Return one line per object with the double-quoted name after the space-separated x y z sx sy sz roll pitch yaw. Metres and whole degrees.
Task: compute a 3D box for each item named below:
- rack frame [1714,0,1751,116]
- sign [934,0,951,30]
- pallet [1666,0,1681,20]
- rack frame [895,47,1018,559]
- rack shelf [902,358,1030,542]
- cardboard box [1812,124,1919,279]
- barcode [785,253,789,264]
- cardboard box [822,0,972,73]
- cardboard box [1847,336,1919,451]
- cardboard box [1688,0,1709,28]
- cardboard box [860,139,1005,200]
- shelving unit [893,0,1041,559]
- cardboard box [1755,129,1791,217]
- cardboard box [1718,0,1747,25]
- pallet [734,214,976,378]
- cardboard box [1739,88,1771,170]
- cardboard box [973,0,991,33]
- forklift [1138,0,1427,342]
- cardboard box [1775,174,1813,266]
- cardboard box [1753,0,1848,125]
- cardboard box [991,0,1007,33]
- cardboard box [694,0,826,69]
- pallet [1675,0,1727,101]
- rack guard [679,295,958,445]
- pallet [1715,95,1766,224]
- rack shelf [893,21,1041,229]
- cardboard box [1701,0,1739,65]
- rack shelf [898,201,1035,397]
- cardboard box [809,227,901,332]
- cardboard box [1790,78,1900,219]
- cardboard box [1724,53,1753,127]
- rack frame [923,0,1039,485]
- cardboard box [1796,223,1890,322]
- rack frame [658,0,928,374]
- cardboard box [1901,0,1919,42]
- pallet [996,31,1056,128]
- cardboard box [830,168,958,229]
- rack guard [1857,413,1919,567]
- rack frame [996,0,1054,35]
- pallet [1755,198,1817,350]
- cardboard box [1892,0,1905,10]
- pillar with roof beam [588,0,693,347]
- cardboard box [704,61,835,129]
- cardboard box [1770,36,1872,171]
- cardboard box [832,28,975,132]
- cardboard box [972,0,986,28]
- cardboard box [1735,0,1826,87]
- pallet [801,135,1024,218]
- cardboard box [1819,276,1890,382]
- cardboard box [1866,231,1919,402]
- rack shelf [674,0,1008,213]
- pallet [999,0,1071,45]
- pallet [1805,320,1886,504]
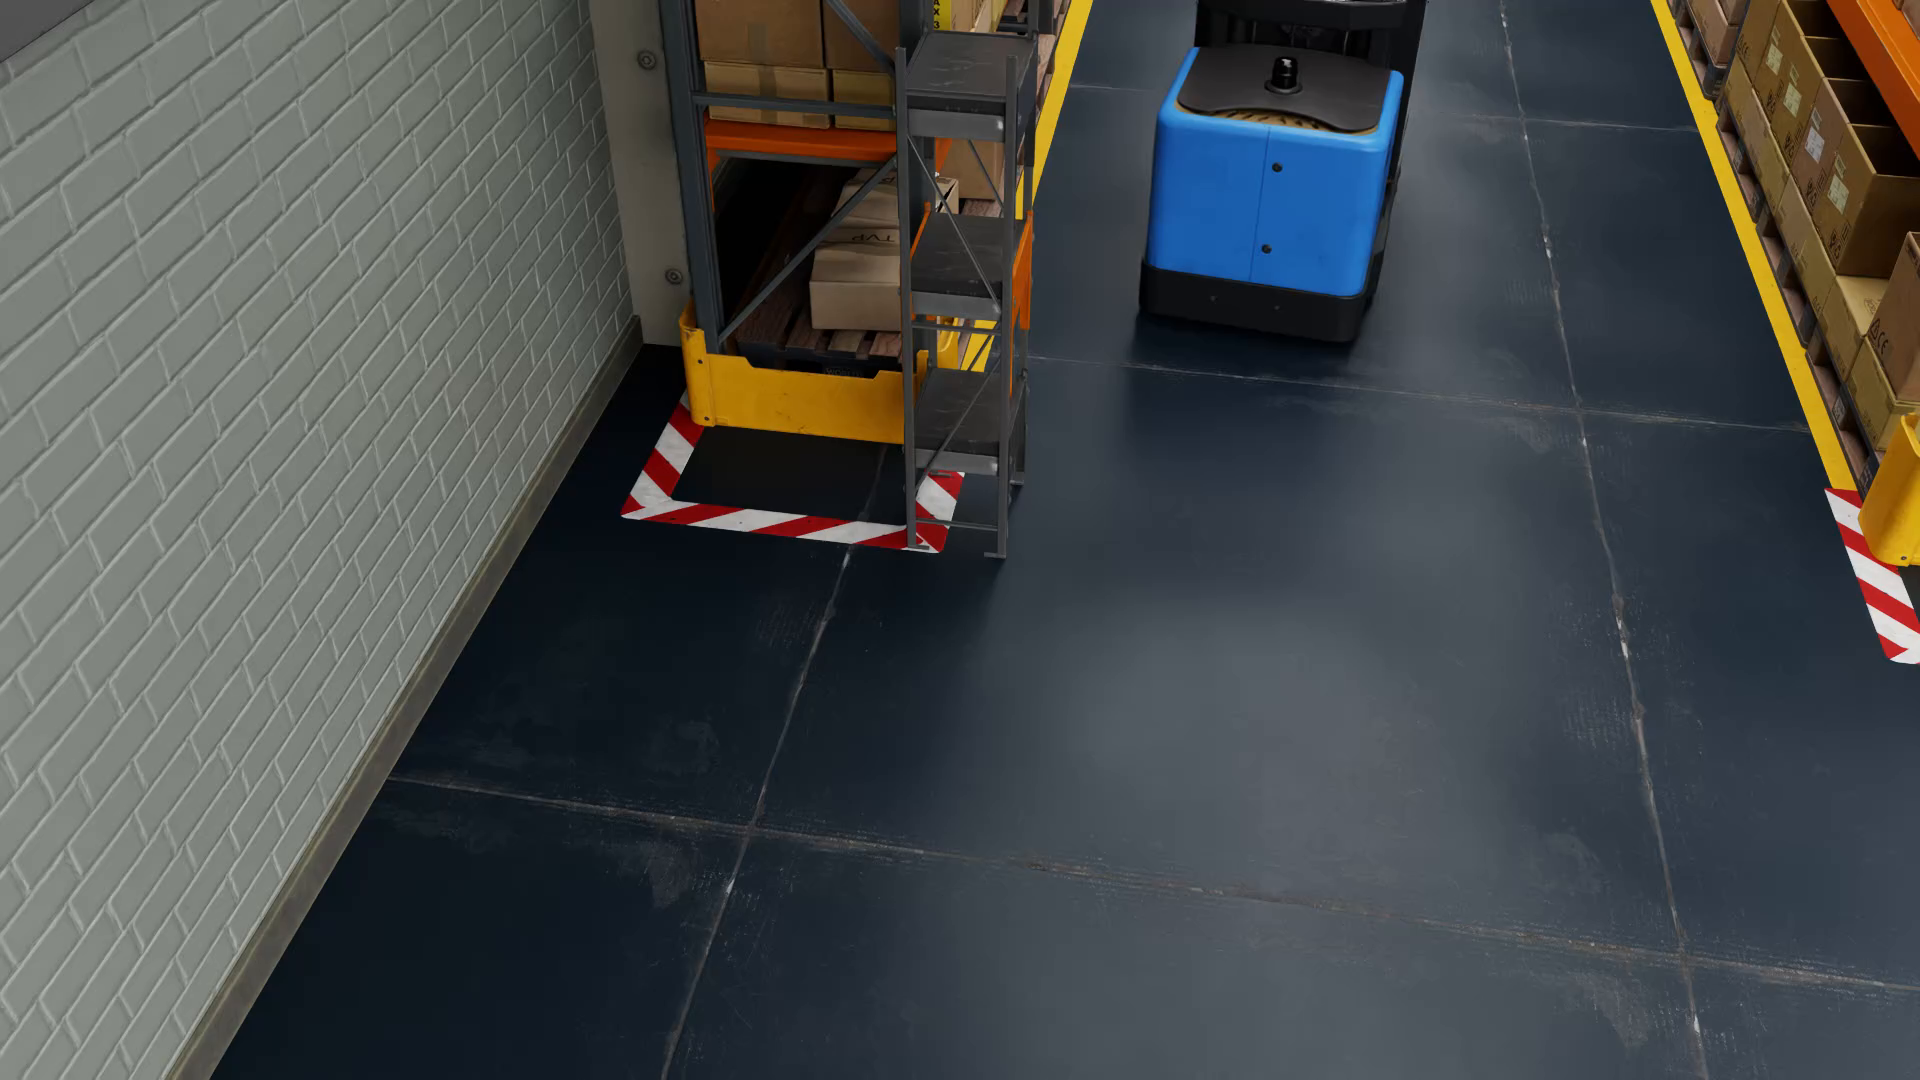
4.954 -3.634 8.791 1.000 3.000 0.127 6 40 8 "rack frame"
-0.084 -1.942 6.065 0.100 0.325 0.005 6 40 8 "sign"
5.251 -3.794 11.173 1.003 0.211 1.213 6 40 8 "pallet"
-0.013 -0.760 6.021 0.400 2.100 0.015 6 40 8 "rack frame"
0.029 -0.363 6.661 0.431 0.518 0.480 6 40 8 "rack shelf"
4.220 -1.513 7.466 0.500 0.500 0.500 6 40 8 "cardboard box"
-0.801 -1.284 7.707 0.001 0.075 0.075 6 40 8 "barcode"
-0.240 -2.173 6.538 0.500 0.500 0.500 6 40 8 "cardboard box"
4.063 -0.595 6.944 0.500 0.250 0.500 6 40 8 "cardboard box"
4.829 -3.346 10.271 0.500 0.250 0.500 6 40 7 "cardboard box"
-0.135 -2.111 8.565 0.700 0.500 0.500 4 40 5 "cardboard box"
0.029 -0.913 6.206 0.431 2.100 0.503 6 40 8 "shelving unit"
4.392 -1.852 8.464 0.500 0.250 0.500 6 40 8 "cardboard box"
4.741 -3.238 9.701 0.500 0.311 0.500 6 40 8 "cardboard box"
-0.430 -1.147 7.971 1.003 0.211 1.213 6 40 8 "pallet"
4.483 -2.165 8.843 0.500 0.250 0.500 6 40 8 "cardboard box"
-0.145 -2.216 7.178 0.500 0.250 0.500 5 40 6 "cardboard box"
1.779 -2.999 8.077 1.130 2.935 3.031 11 41 13 "forklift"
4.311 -1.538 8.084 0.500 0.250 0.500 6 40 8 "cardboard box"
4.486 -2.454 8.604 0.500 0.500 0.500 6 40 8 "cardboard box"
-0.051 -2.535 7.564 0.500 0.250 0.500 6 40 7 "cardboard box"
-0.746 -2.226 6.602 0.500 0.500 0.500 6 40 7 "cardboard box"
5.043 -3.026 10.244 1.003 0.211 1.213 6 40 8 "pallet"
-0.605 -0.752 7.267 1.175 0.500 0.348 6 40 8 "rack guard"
4.775 -2.065 9.082 1.003 0.211 1.213 6 40 8 "pallet"
0.029 -1.442 5.769 0.431 0.518 0.480 6 40 8 "rack shelf"
4.740 -3.028 9.887 0.500 0.250 0.500 6 40 7 "cardboard box"
0.029 -0.903 6.215 0.431 0.518 0.480 6 40 8 "rack shelf"
-0.410 -1.225 7.643 0.500 0.311 0.500 2 40 3 "cardboard box"
4.307 -1.827 7.846 0.500 0.500 0.500 6 40 8 "cardboard box"
4.575 -2.479 9.222 0.500 0.250 0.500 6 40 8 "cardboard box"
0.071 -1.066 6.392 0.400 2.100 0.015 6 40 8 "rack frame"
4.223 -1.224 7.705 0.500 0.250 0.500 6 40 8 "cardboard box"
-0.618 -1.668 6.413 1.000 3.000 0.127 6 40 8 "rack frame"
4.620 -2.426 7.251 0.700 0.500 0.500 8 40 9 "cardboard box"
-0.007 -2.678 9.823 1.003 0.211 1.213 6 40 8 "pallet"
-0.311 -1.583 8.075 0.500 0.311 0.500 10 41 11 "cardboard box"
4.257 -0.145 6.533 1.175 0.500 0.348 6 40 8 "rack guard"
0.074 -4.178 9.449 1.000 3.000 0.127 6 40 8 "rack frame"
4.566 -1.297 8.153 1.003 0.211 1.213 6 40 8 "pallet"
4.707 -2.747 7.640 0.700 0.500 0.500 7 40 8 "cardboard box"
2.891 -4.040 4.574 9.100 9.000 0.400 6 40 8 "pillar with roof beam"
-0.728 -1.932 6.835 0.500 0.250 0.500 7 40 8 "cardboard box"
4.392 -2.141 8.225 0.500 0.500 0.500 6 40 8 "cardboard box"
-0.221 -1.889 6.782 0.500 0.250 0.500 5 40 6 "cardboard box"
-0.144 -2.482 6.912 0.500 0.500 0.500 7 40 8 "cardboard box"
4.565 -2.769 8.985 0.500 0.500 0.500 6 40 8 "cardboard box"
-0.216 -1.910 8.894 1.003 0.211 1.213 6 40 8 "pallet"
4.138 -0.910 7.325 0.500 0.250 0.500 6 40 8 "cardboard box"
4.061 -0.884 6.705 0.500 0.500 0.500 6 40 8 "cardboard box"
-0.272 -2.646 8.160 1.077 0.370 4.000 6 40 8 "rack shelf"
0.207 -3.592 10.929 1.003 0.211 1.213 6 40 8 "pallet"
4.352 -0.534 7.230 1.003 0.211 1.213 6 40 8 "pallet"
